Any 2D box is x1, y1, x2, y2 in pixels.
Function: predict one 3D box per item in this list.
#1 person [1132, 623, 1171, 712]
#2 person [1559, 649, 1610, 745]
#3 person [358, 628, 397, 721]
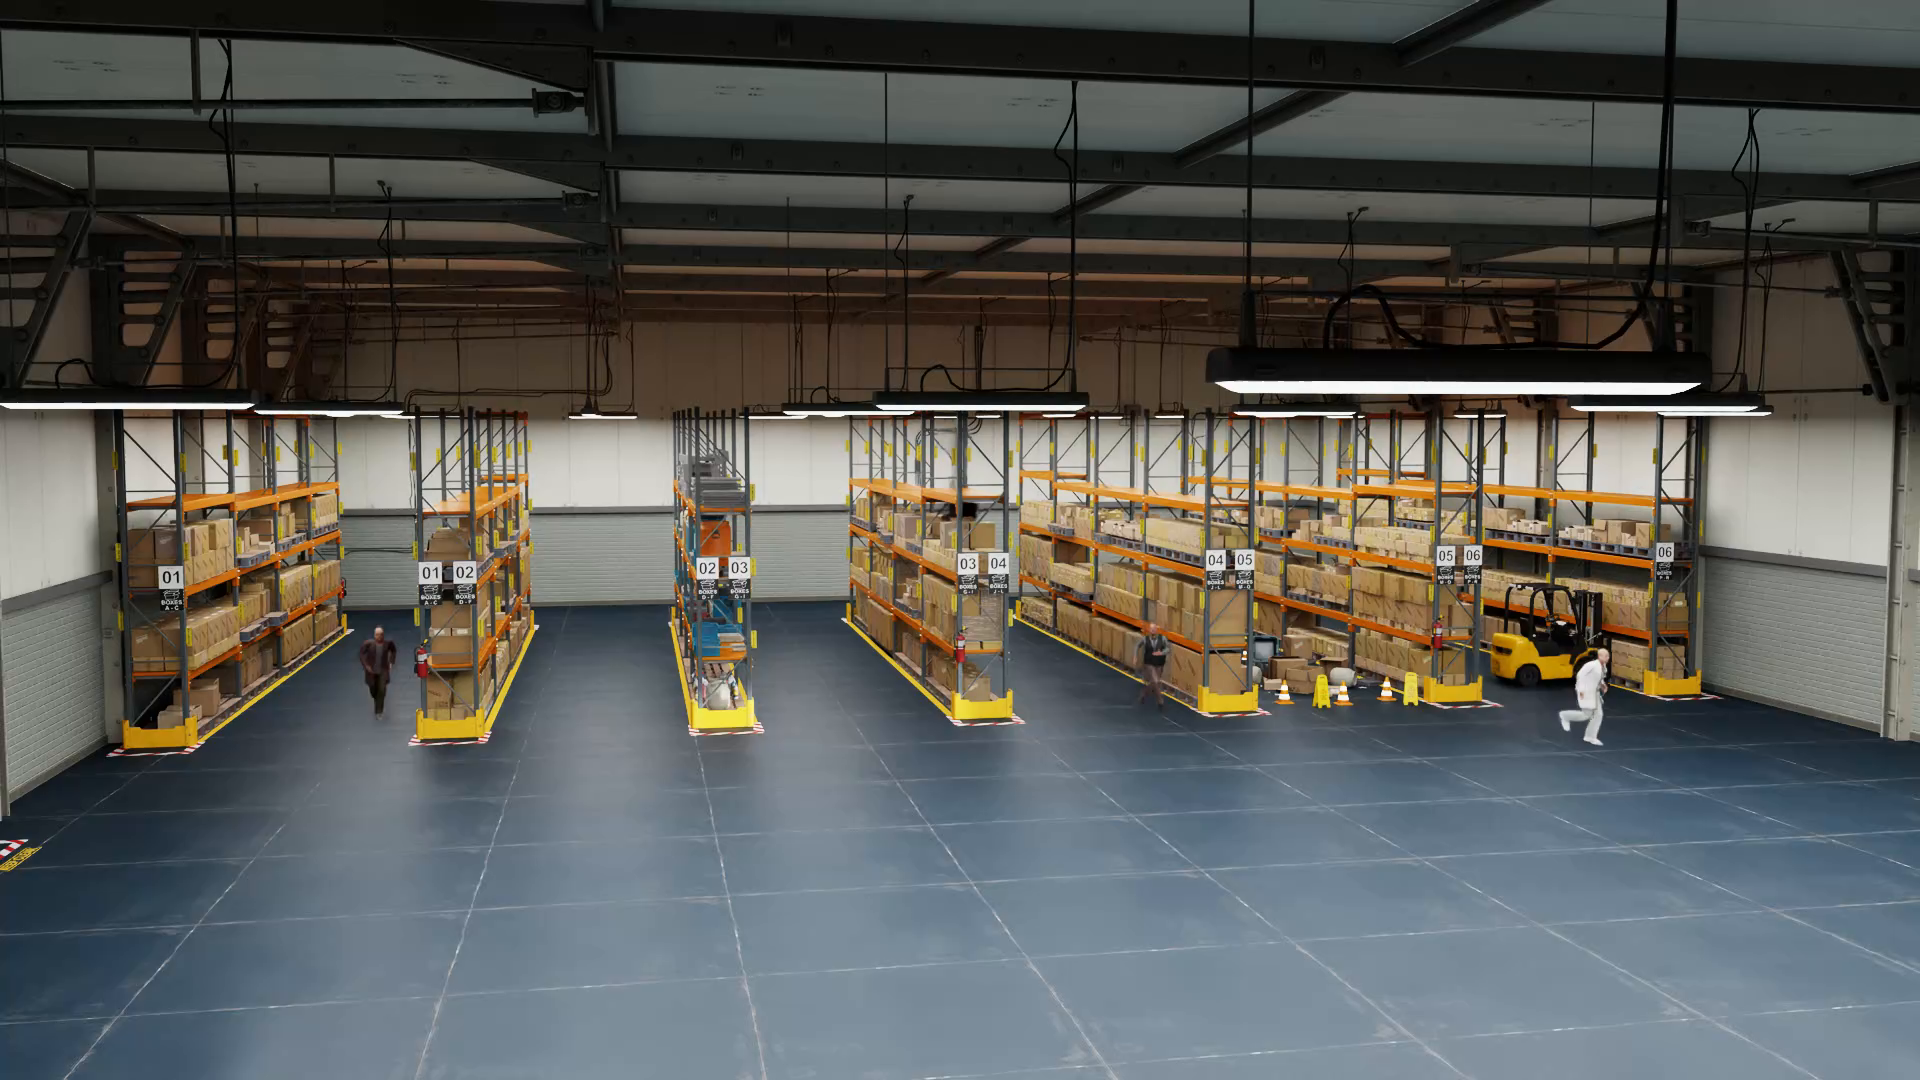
[{"bbox_3d":[3.842,2.528,33.140,0.717,1.736,0.803,-1,4,-15],"label":"person"},{"bbox_3d":[11.188,2.782,29.783,0.887,1.710,0.712,4,6,44],"label":"person"},{"bbox_3d":[-11.302,2.572,32.289,0.708,1.778,1.108,-1,4,-20],"label":"person"}]
